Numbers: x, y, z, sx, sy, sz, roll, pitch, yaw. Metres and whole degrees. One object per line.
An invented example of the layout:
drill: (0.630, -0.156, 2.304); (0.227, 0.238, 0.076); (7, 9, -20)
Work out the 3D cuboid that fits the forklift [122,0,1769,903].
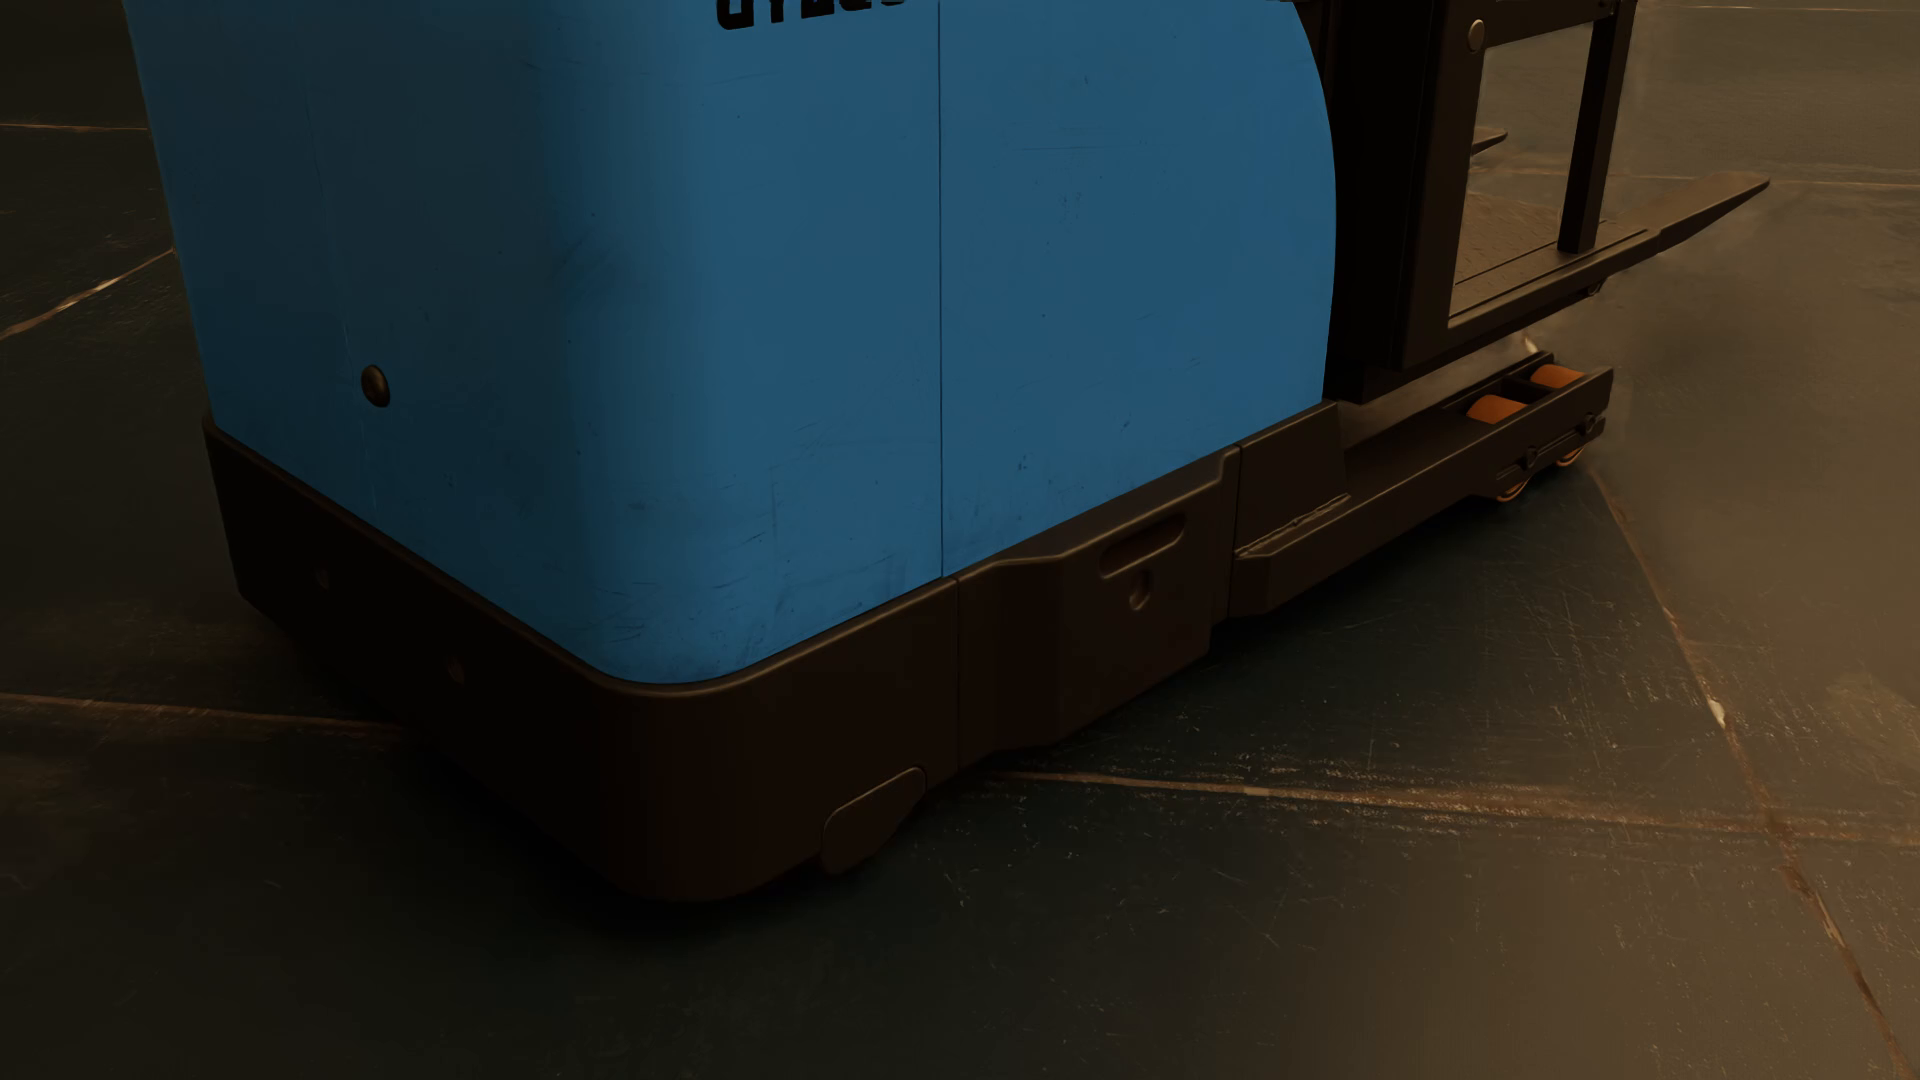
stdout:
forklift: (0.427, -1.515, 2.255); (1.130, 2.935, 3.031); (24, 35, 39)
